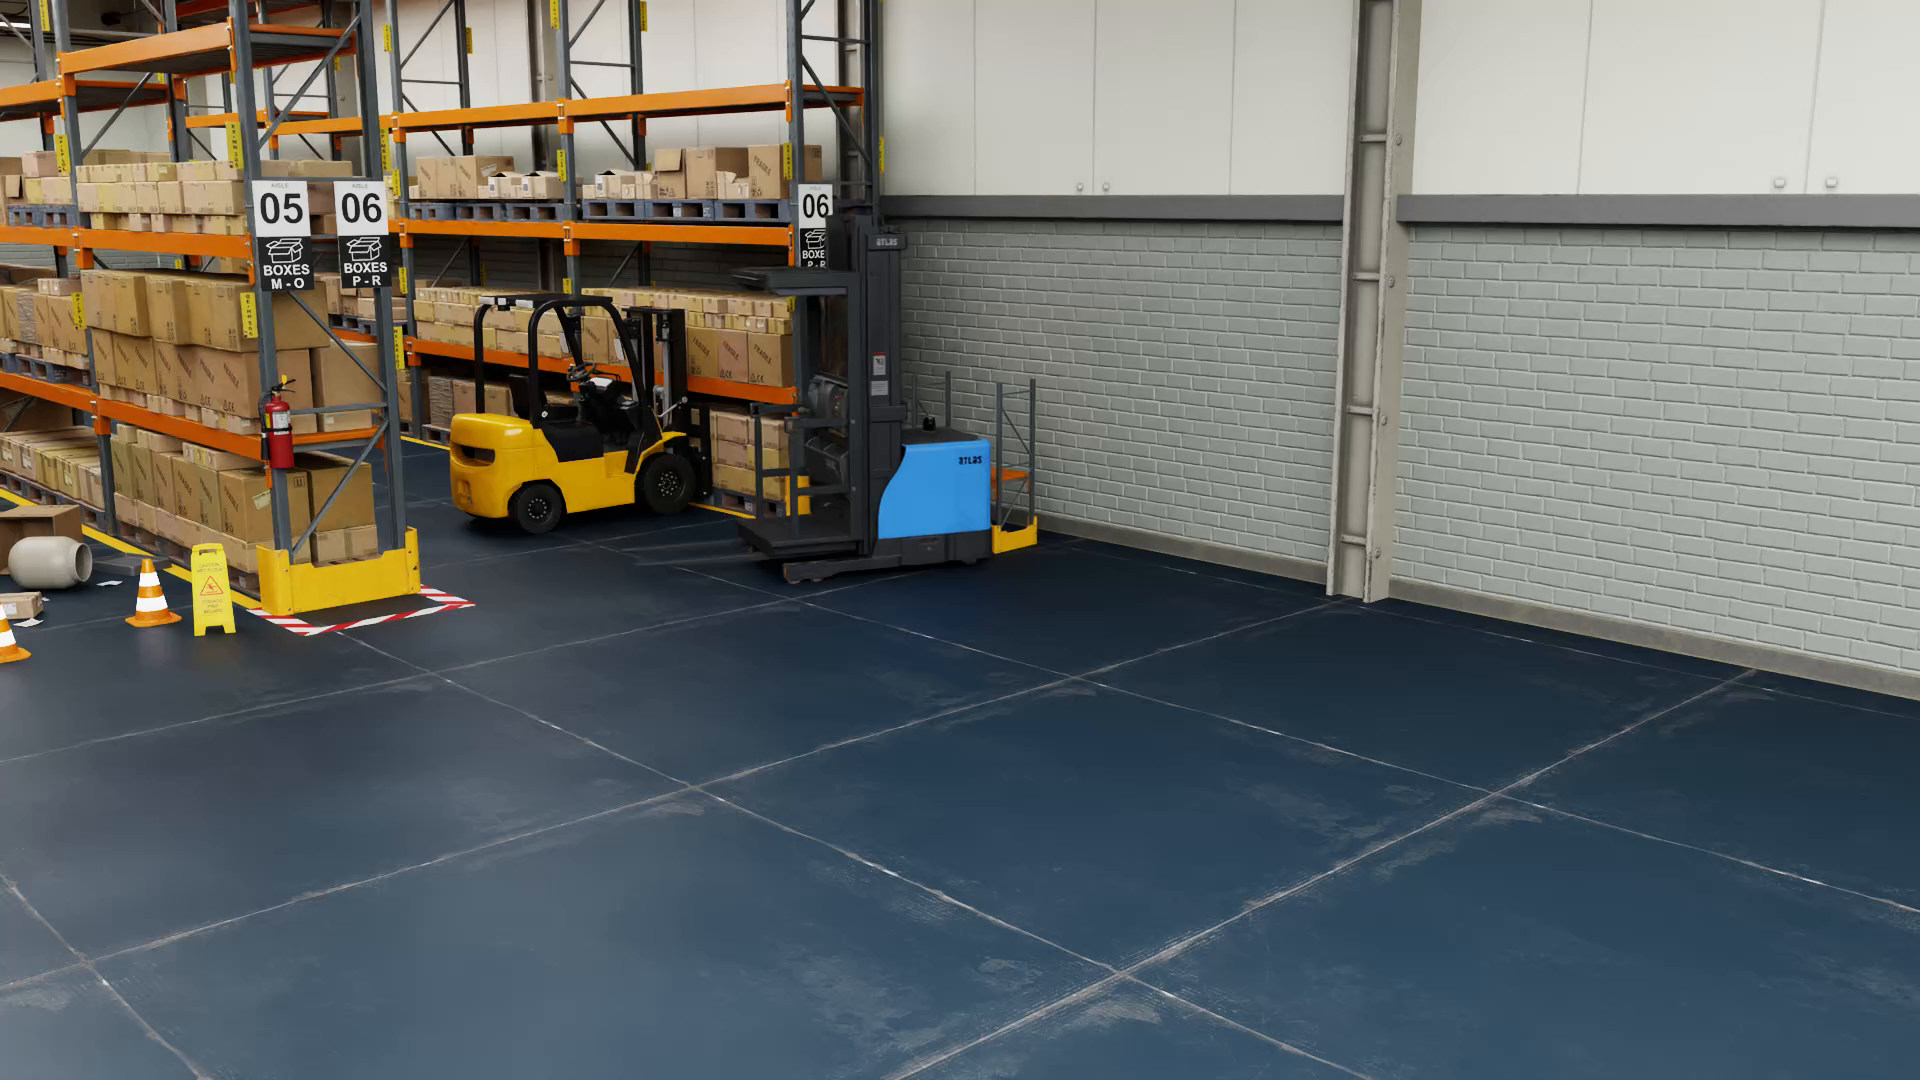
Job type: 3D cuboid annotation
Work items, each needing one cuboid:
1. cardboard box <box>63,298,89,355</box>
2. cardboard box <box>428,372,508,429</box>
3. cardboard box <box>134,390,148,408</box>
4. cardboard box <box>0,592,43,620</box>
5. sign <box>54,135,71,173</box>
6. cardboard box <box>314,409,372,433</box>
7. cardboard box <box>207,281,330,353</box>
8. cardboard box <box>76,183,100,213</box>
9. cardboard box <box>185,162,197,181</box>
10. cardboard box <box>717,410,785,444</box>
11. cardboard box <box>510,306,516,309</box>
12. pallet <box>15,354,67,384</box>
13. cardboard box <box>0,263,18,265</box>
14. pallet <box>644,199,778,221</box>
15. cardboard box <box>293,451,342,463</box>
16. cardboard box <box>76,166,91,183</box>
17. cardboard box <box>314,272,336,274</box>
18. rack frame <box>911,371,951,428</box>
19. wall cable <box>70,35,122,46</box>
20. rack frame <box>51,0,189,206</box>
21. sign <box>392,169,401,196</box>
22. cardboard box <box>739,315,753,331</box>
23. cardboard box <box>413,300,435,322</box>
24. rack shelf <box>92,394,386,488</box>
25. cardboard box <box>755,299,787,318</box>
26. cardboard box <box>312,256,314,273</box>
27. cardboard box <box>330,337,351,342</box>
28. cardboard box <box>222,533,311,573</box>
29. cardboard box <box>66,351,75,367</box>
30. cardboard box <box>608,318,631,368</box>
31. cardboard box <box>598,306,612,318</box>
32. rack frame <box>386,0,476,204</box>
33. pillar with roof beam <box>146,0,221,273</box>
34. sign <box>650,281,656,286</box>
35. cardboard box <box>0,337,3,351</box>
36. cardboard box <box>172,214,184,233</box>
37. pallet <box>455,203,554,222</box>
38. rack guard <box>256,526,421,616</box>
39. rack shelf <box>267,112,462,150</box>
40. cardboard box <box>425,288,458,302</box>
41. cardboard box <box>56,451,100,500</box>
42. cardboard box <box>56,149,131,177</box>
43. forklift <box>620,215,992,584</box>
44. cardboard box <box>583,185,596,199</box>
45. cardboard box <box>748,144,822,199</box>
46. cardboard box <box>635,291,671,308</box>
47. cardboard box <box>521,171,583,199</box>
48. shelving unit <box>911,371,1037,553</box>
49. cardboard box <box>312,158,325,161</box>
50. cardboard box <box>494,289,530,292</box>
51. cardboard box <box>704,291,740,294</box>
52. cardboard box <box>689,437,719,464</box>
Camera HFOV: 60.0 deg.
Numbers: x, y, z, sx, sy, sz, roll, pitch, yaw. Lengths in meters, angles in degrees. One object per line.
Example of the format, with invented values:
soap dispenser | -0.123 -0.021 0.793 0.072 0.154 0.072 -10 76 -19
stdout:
cardboard box | -8.006 -2.008 15.539 0.500 0.500 0.500 -11 16 -44
cardboard box | -6.275 -1.798 21.389 0.875 0.625 0.625 -10 15 -41
cardboard box | -6.973 -1.254 14.524 0.380 0.149 0.250 -10 15 -41
cardboard box | -7.125 0.498 12.465 0.380 0.149 0.250 -3 12 -13
sign | -7.920 -3.410 14.677 0.100 0.325 0.005 -11 16 -43
cardboard box | -4.844 -0.944 13.022 0.380 0.149 0.250 -11 16 -42
cardboard box | -5.270 -1.717 12.689 0.500 0.500 0.700 11 16 44
cardboard box | -7.415 -3.012 14.635 0.500 0.250 0.500 -11 16 -44
cardboard box | -5.848 -2.892 13.067 0.380 0.149 0.250 -11 16 -43
cardboard box | -2.072 -1.127 16.583 0.500 0.250 0.500 -11 16 -42
cardboard box | -5.066 -2.795 19.529 0.250 0.149 0.380 11 16 44
pallet | -8.887 -1.779 16.927 1.003 0.211 1.213 -11 16 -43
cardboard box | -11.489 -3.024 19.768 0.500 0.500 0.500 -11 16 -42
pallet | -2.488 -3.392 17.065 1.003 0.211 1.213 -11 16 -43
cardboard box | -5.497 -0.450 13.917 0.500 0.500 0.500 11 16 43
cardboard box | -7.540 -3.218 14.647 0.380 0.149 0.250 -11 16 -44
cardboard box | -9.286 -3.585 23.930 0.700 0.500 0.500 -10 16 -41
rack frame | -0.263 -0.798 15.408 0.032 1.500 0.500 10 15 41
wall cable | -15.193 -10.681 31.007 2.988 3.039 0.133 -11 16 -43
rack frame | -7.521 -4.511 14.844 1.000 3.000 0.127 -11 16 -43
sign | -7.090 -4.496 20.922 0.100 0.325 0.005 -11 16 -43
cardboard box | -1.947 -2.139 16.342 0.380 0.149 0.250 -11 16 -42
cardboard box | -6.585 -2.918 21.111 0.500 0.250 0.500 -11 16 -43
rack shelf | -6.140 -0.928 14.105 1.077 0.370 4.000 -11 16 -43
cardboard box | -1.764 -2.248 16.135 0.380 0.149 0.250 -11 16 -42
cardboard box | -10.295 -4.126 25.620 0.500 0.500 0.500 11 16 44
cardboard box | -5.246 -1.366 13.463 0.500 0.500 0.500 -10 15 -41
cardboard box | -5.528 0.068 13.258 0.500 0.250 0.500 -11 16 -43
cardboard box | -8.246 -1.733 15.809 0.250 0.149 0.380 11 16 43
cardboard box | -3.445 -2.139 17.950 0.500 0.500 0.500 -11 16 -42
cardboard box | -3.724 -2.511 18.147 0.380 0.149 0.250 -10 16 -41
rack frame | -6.696 -5.787 21.037 1.000 3.000 0.127 -11 16 -43
pillar with roof beam | -16.545 -6.874 26.312 9.100 9.000 0.548 -11 16 -43
sign | -3.534 -2.805 19.090 0.100 0.325 0.005 -11 16 -43
cardboard box | -9.867 -2.073 17.462 0.250 0.149 0.380 10 16 41
cardboard box | -6.072 -2.539 13.328 0.250 0.149 0.380 11 16 44
pallet | -5.388 -3.976 20.149 1.003 0.211 1.213 -10 15 -40
rack guard | -4.811 0.224 12.922 1.175 0.500 0.348 -11 16 -43
rack shelf | -8.077 -5.530 22.567 1.077 0.370 4.000 -11 16 -43
cardboard box | -6.504 -3.089 20.954 0.380 0.149 0.250 -10 16 -41
cardboard box | -8.384 -0.672 16.549 0.950 0.372 0.625 -10 15 -39
cardboard box | -8.014 -3.486 15.393 0.500 0.250 0.500 -10 16 -41
forklift | -1.292 -1.199 13.805 3.031 2.935 1.130 -5 13 -23
cardboard box | -3.844 -3.758 17.956 0.380 0.149 0.250 -10 16 -41
cardboard box | -1.654 -3.484 15.759 0.500 0.500 0.500 -10 15 -41
cardboard box | -3.198 -2.542 17.561 0.380 0.149 0.250 -11 16 -43
cardboard box | -4.610 -4.017 18.811 0.500 0.311 0.500 11 16 43
shelving unit | 0.109 -0.731 15.082 1.083 1.500 0.587 10 15 41
cardboard box | -8.991 -5.313 23.739 0.396 0.266 0.258 -11 16 -43
cardboard box | -5.585 -3.052 20.775 0.380 0.149 0.250 -11 16 -43
cardboard box | -2.482 -2.540 17.552 0.380 0.149 0.250 -10 15 -41
cardboard box | -2.444 -0.959 17.008 0.500 0.250 0.500 -11 16 -44
